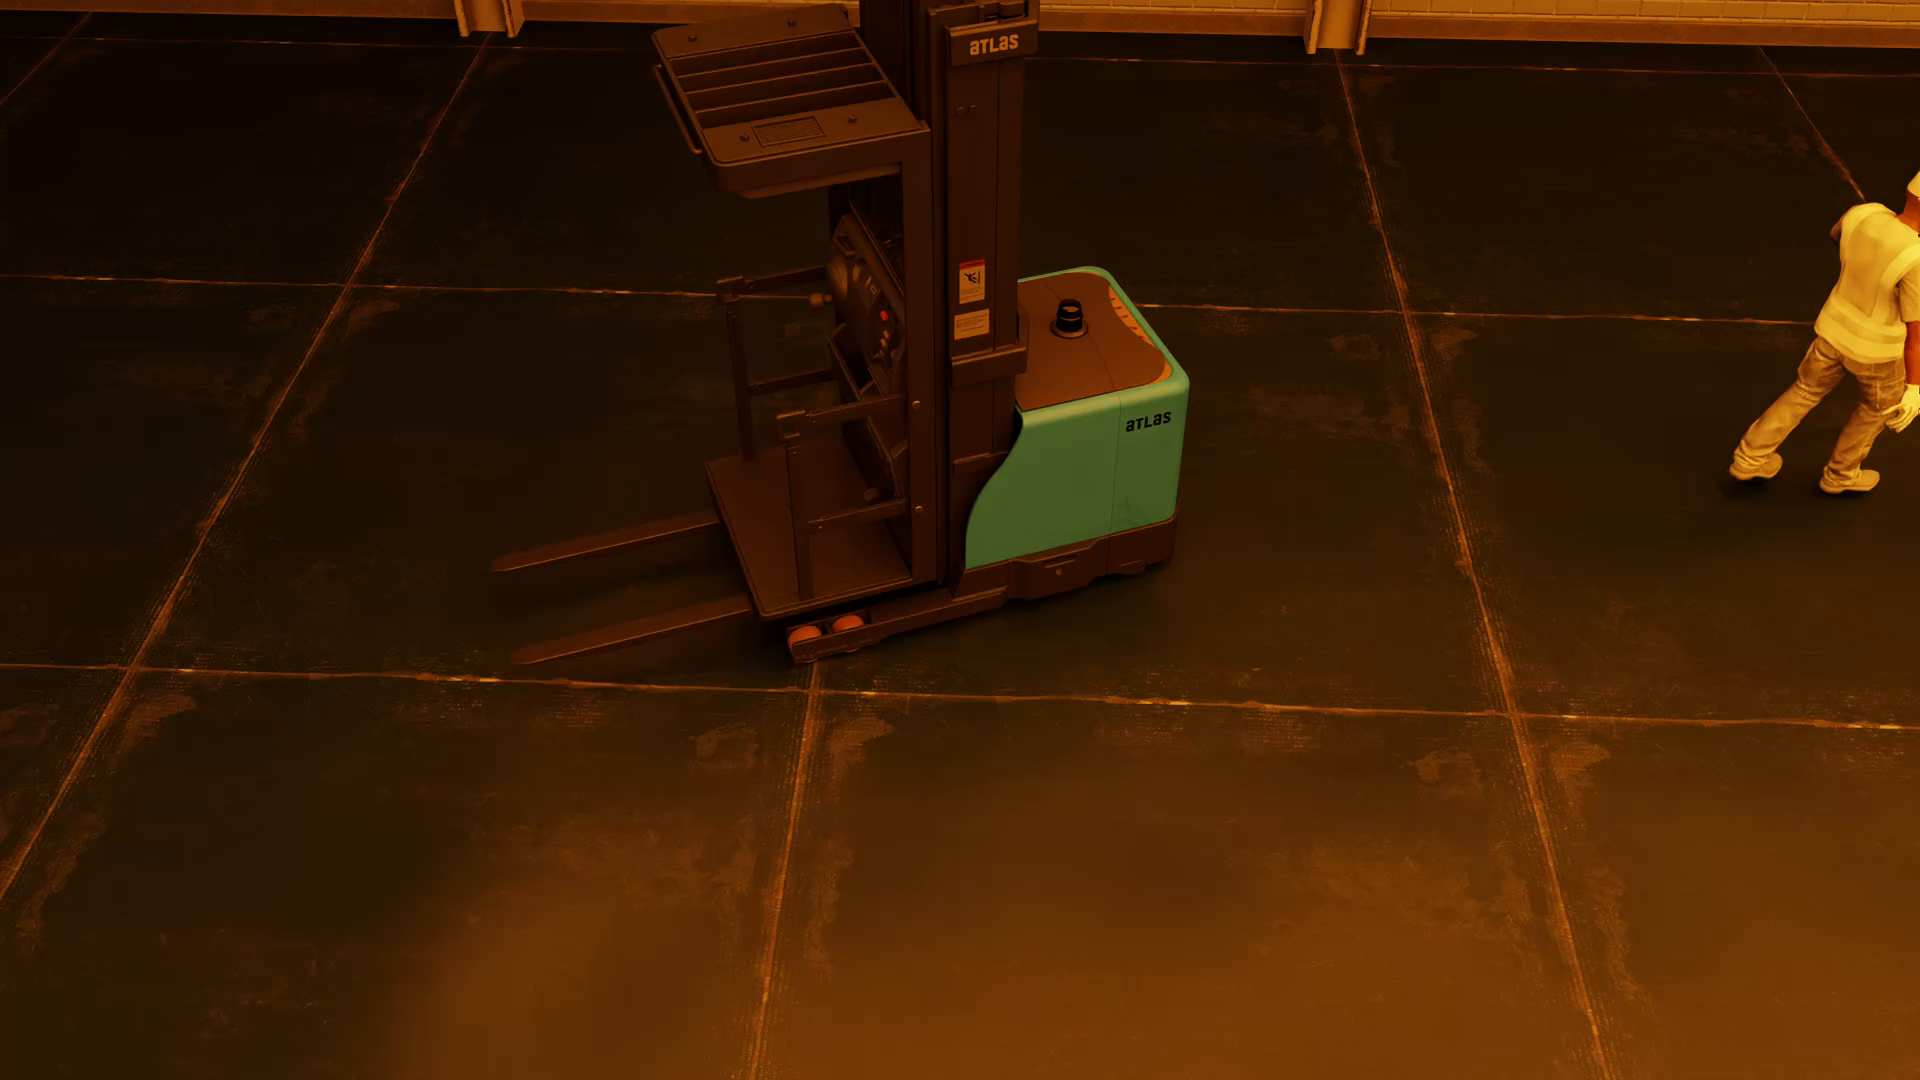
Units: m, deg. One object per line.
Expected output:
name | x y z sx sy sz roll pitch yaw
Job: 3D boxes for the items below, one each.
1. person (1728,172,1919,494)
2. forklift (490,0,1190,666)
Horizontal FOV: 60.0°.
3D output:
person | 4.151 -0.919 7.559 0.759 1.748 0.991 -13 44 -13
forklift | -0.573 -0.945 6.778 3.031 2.935 1.130 -13 44 -14
